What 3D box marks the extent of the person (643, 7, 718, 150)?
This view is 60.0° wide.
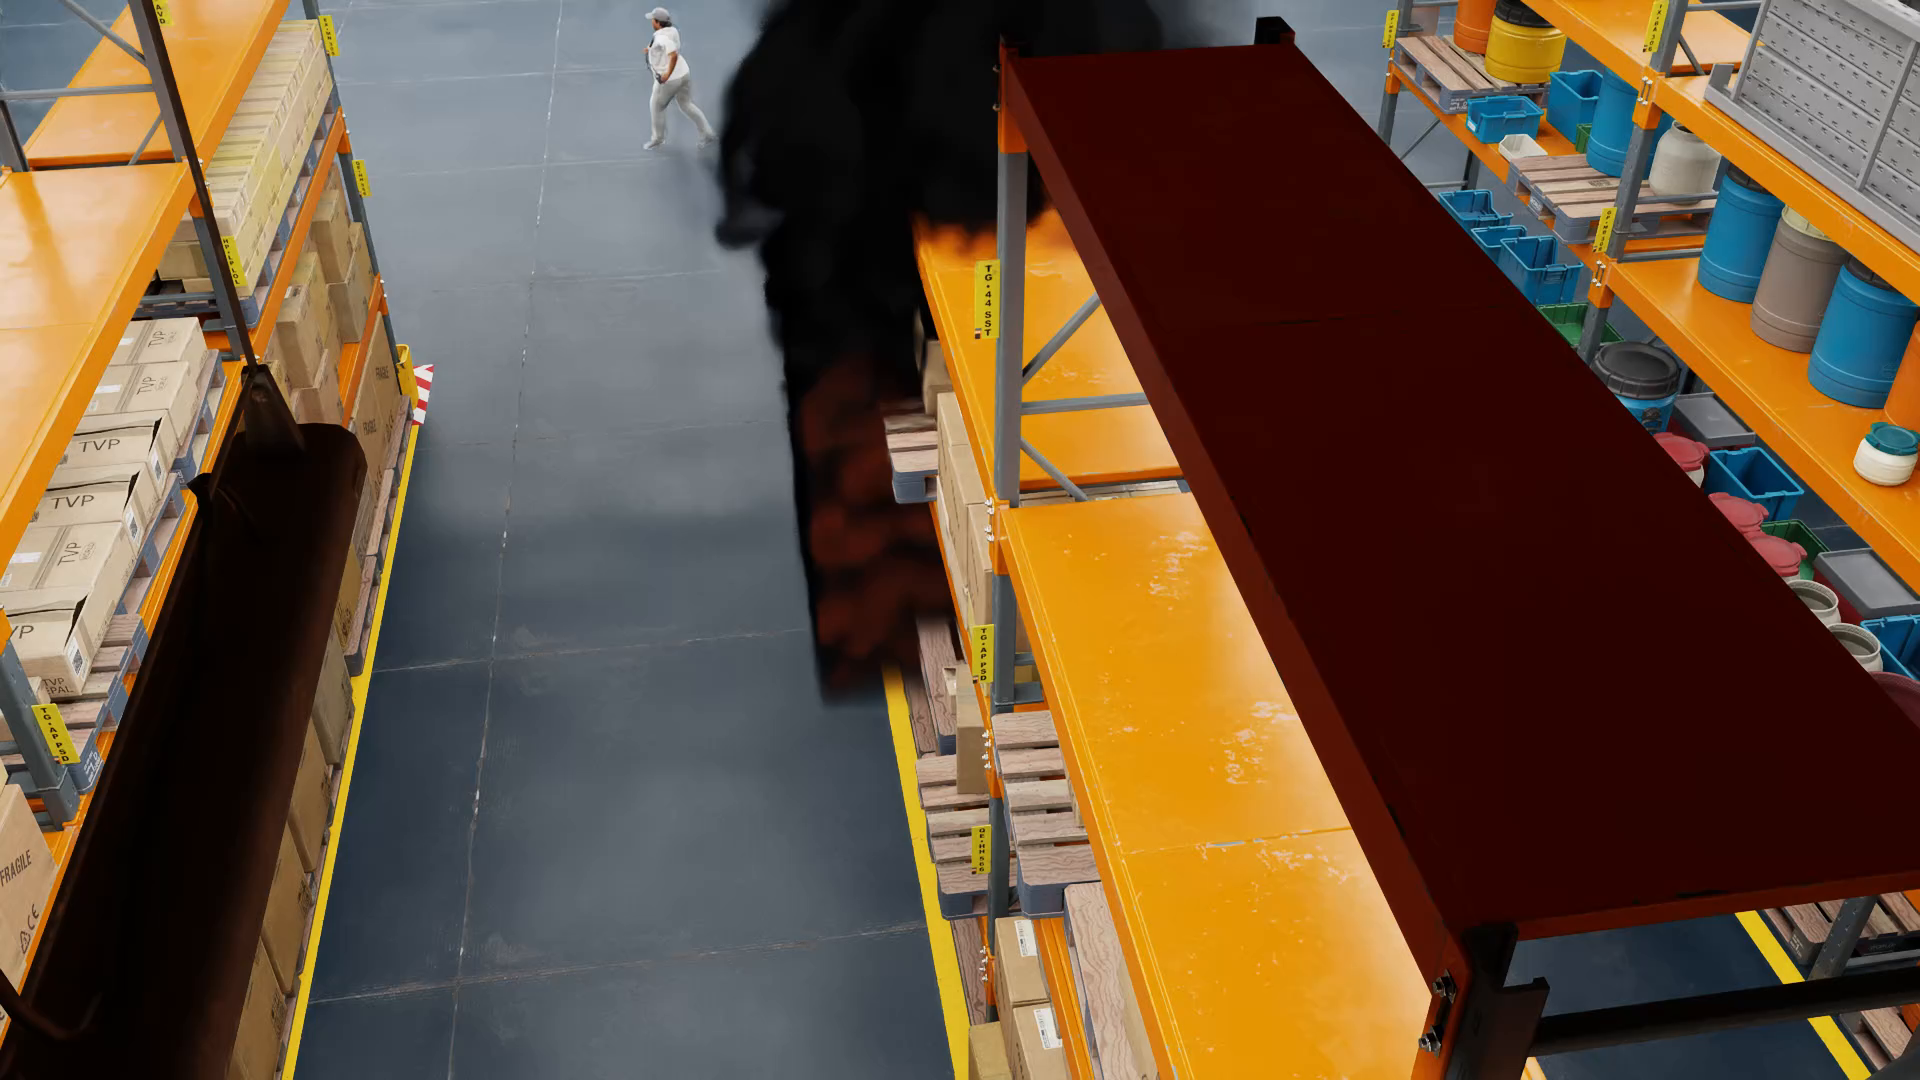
[{"bbox_3d":[-3.319,-5.326,19.293,0.901,1.684,0.568,12,38,16],"label":"person"}]
